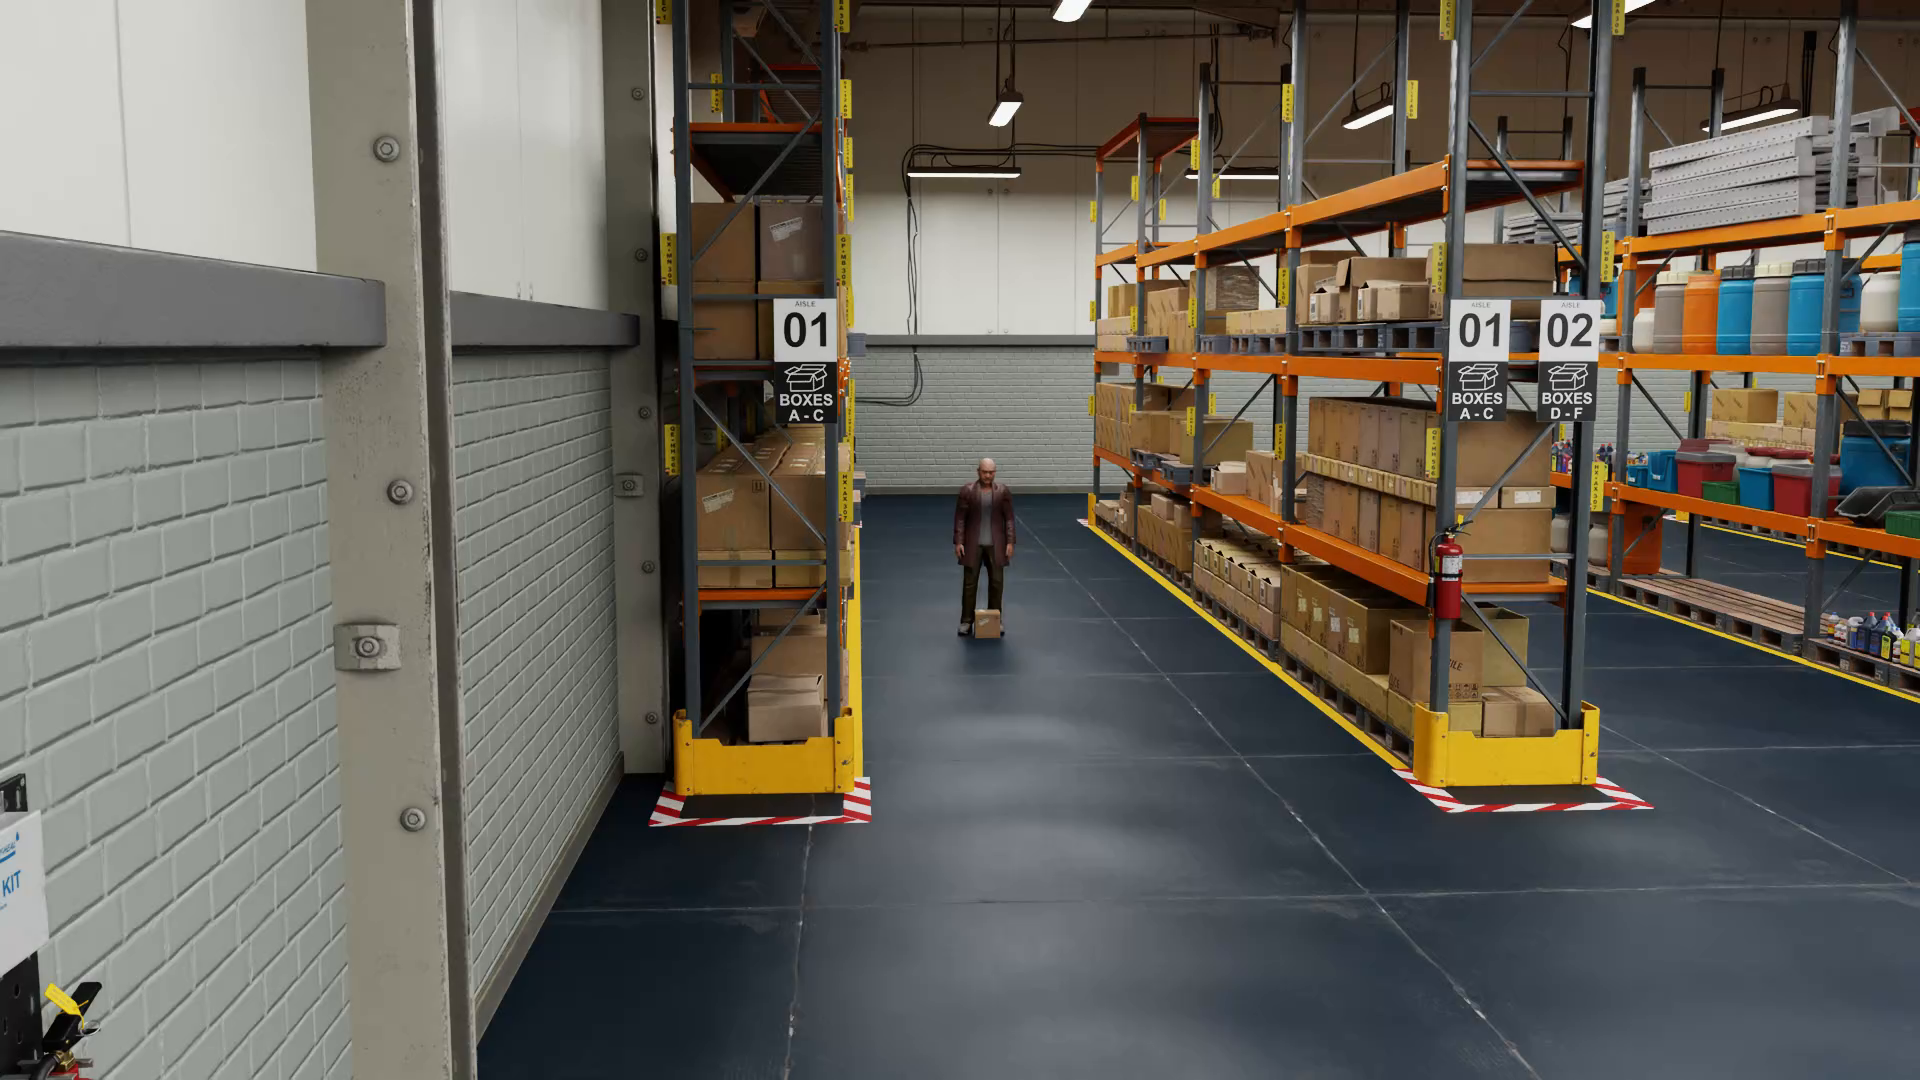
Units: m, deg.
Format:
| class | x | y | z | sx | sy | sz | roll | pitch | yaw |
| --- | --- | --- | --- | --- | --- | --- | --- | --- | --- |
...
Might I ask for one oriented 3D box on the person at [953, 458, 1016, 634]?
| class | x | y | z | sx | sy | sz | roll | pitch | yaw |
| --- | --- | --- | --- | --- | --- | --- | --- | --- | --- |
| person | 0.248 | 0.055 | 16.831 | 0.644 | 1.774 | 0.420 | 0 | 7 | -4 |
